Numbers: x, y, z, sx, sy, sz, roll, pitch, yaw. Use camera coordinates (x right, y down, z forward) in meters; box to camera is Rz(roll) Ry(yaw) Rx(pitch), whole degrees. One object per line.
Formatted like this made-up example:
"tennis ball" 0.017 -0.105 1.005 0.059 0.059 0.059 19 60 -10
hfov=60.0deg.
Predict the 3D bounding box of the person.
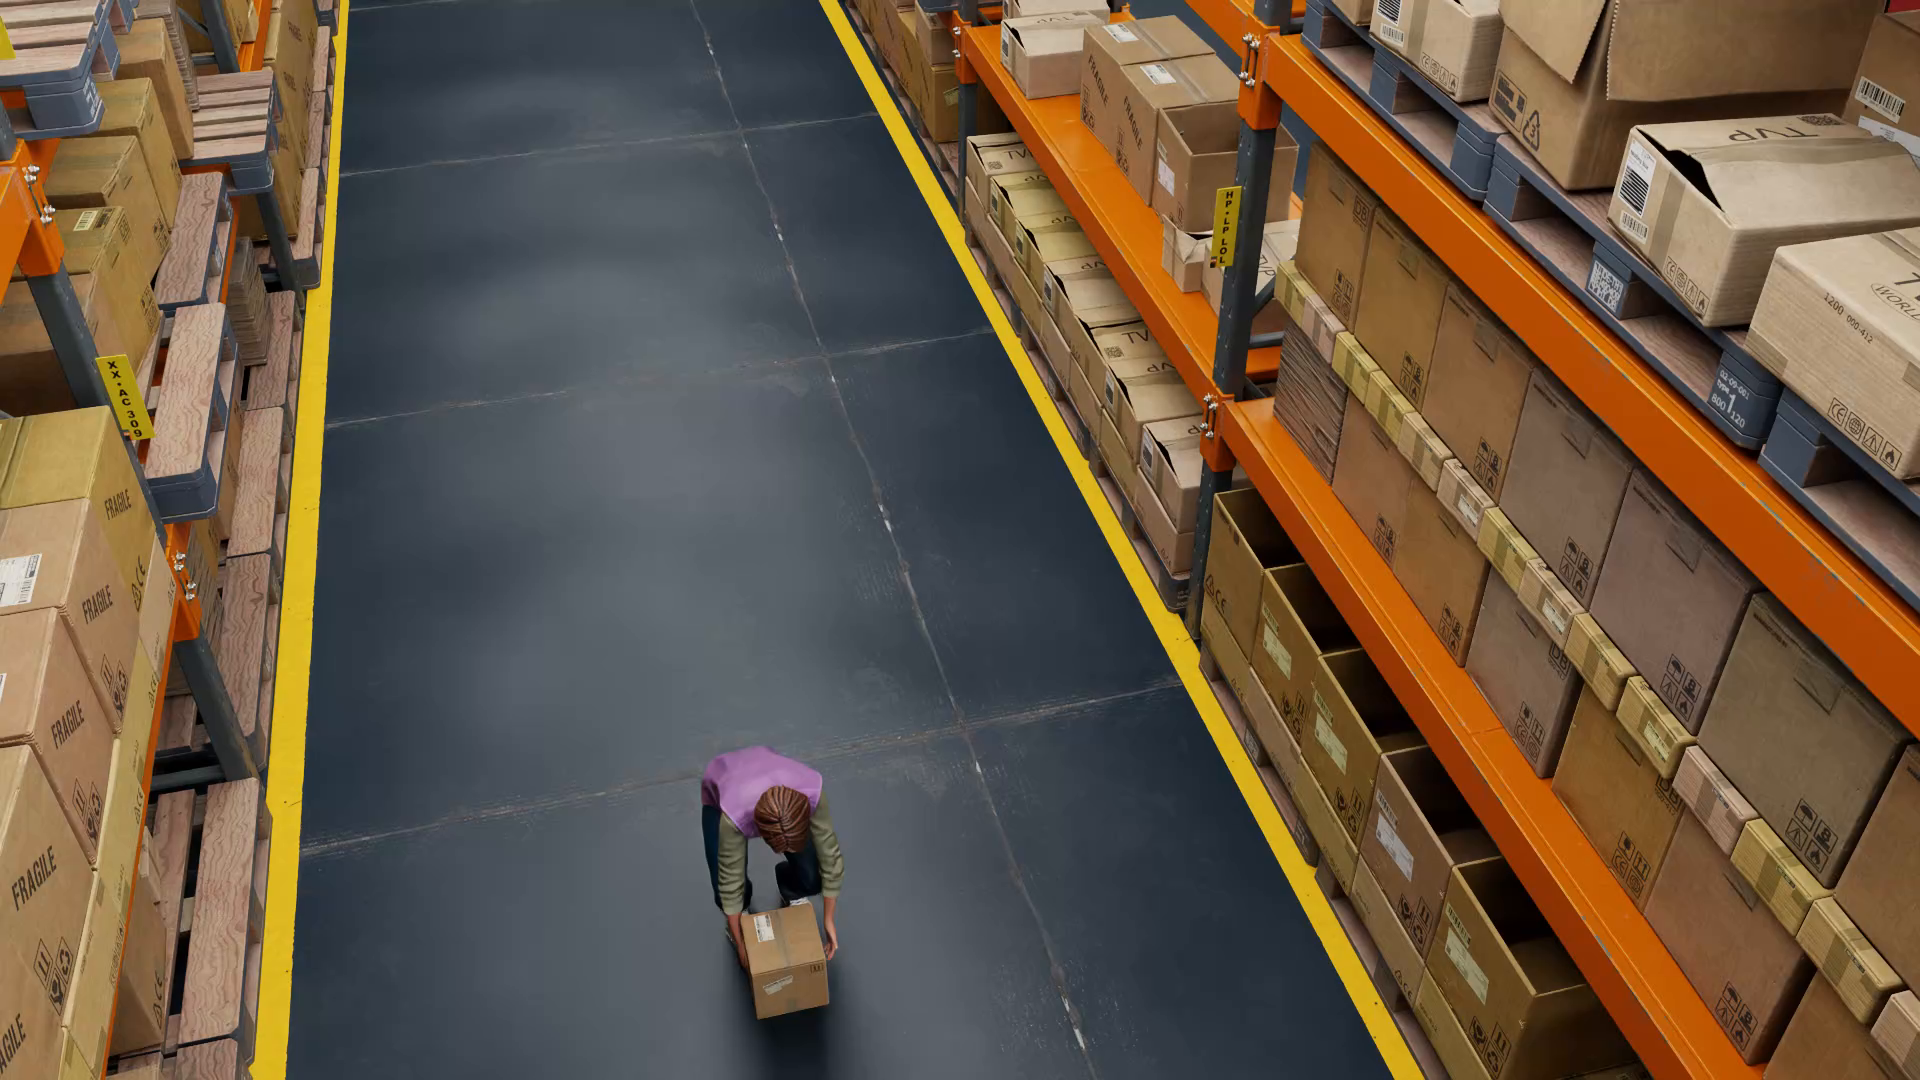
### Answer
"person" -0.673 1.069 5.880 0.454 0.984 0.765 -10 40 -12
